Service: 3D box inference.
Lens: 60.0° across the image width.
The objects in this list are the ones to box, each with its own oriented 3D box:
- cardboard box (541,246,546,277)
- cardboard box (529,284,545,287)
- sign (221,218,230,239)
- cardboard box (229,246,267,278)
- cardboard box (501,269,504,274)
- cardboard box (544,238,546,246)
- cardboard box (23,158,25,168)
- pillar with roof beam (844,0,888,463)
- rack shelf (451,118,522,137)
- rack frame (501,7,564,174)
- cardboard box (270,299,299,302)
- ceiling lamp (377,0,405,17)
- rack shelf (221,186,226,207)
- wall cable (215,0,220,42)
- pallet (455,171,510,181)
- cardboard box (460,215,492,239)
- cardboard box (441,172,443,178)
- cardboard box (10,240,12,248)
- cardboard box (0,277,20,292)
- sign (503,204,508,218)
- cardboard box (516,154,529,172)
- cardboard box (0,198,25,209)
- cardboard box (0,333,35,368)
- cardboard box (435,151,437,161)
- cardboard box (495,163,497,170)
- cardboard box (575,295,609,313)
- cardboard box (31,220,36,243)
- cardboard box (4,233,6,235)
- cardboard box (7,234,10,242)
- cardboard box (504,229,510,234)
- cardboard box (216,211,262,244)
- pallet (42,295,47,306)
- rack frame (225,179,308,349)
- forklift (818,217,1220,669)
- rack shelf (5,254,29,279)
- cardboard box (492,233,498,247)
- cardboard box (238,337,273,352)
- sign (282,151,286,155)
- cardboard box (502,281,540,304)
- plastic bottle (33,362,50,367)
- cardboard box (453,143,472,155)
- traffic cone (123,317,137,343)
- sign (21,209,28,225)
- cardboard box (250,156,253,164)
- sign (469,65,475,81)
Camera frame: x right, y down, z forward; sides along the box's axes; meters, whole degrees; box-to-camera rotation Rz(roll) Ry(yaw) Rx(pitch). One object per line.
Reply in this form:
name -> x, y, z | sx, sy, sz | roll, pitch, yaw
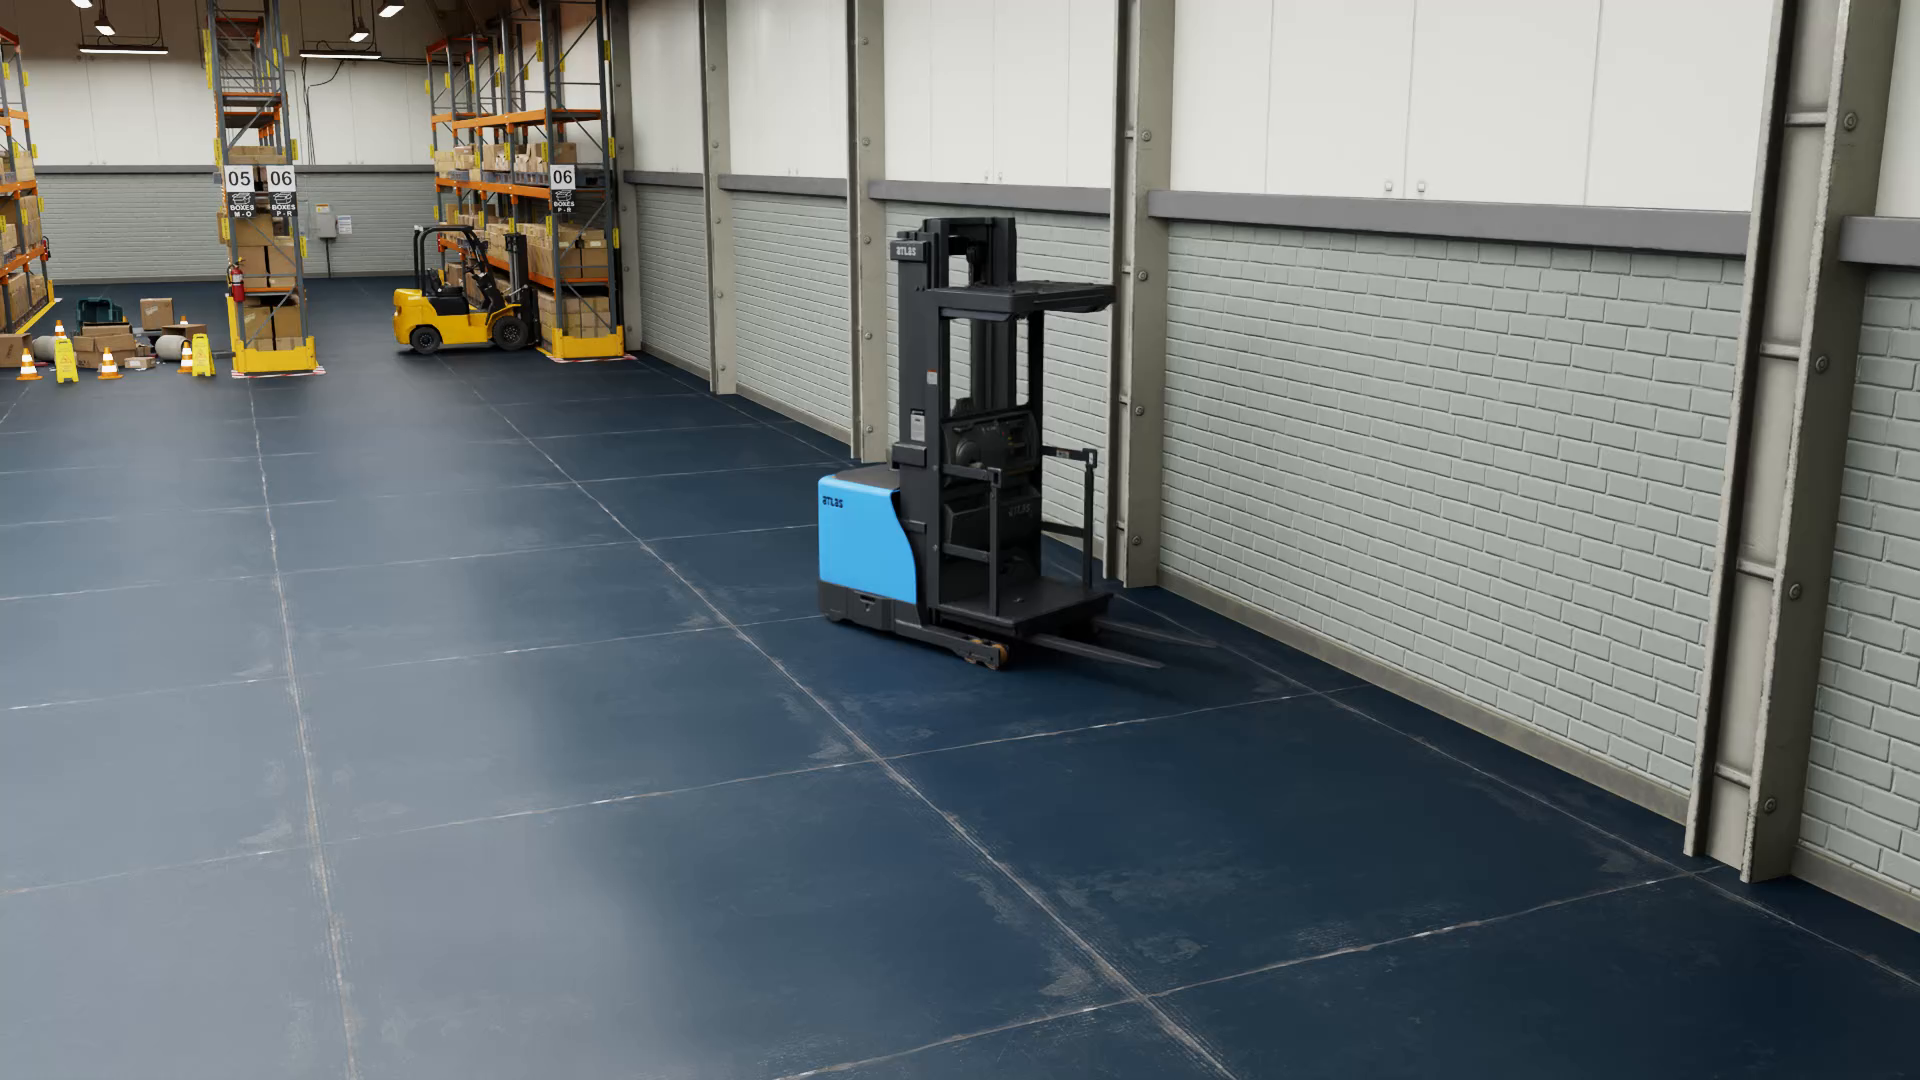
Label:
cardboard box -> -7.011, -4.860, 28.995 | 0.500, 0.500, 0.500 | -5, 14, -21
cardboard box -> -8.070, -4.676, 31.369 | 0.500, 0.250, 0.500 | -6, 14, -24
sign -> -11.437, -4.848, 25.898 | 0.100, 0.325, 0.005 | -6, 14, -23
cardboard box -> -11.391, -4.457, 26.595 | 0.500, 0.500, 0.500 | -6, 14, -24
cardboard box -> -10.069, -5.979, 37.226 | 0.380, 0.149, 0.250 | -6, 14, -23
cardboard box -> -7.036, -5.198, 29.016 | 0.380, 0.149, 0.250 | -6, 14, -23
cardboard box -> -20.807, -8.257, 36.464 | 0.500, 0.250, 0.500 | -6, 14, -25
pillar with roof beam -> -4.965, -4.905, 16.108 | 9.100, 9.000, 0.400 | -6, 14, -23
rack shelf -> -10.380, -9.069, 36.579 | 1.077, 0.370, 4.000 | -6, 14, -23
rack frame -> -7.976, -8.375, 31.097 | 1.000, 3.000, 0.127 | -6, 14, -23
cardboard box -> -11.407, -3.815, 28.206 | 0.500, 0.500, 0.500 | -5, 14, -22
ceiling lamp -> -9.935, -10.991, 29.458 | 0.800, 3.185, 2.000 | -6, 14, -23
rack shelf -> -13.324, -6.527, 31.361 | 1.077, 0.370, 4.000 | -6, 14, -23
wall cable -> -20.826, -14.674, 43.681 | 2.355, 3.000, 0.029 | -6, 14, -23
pallet -> -10.566, -8.119, 37.064 | 1.213, 0.211, 1.003 | -6, 14, -23
cardboard box -> -10.985, -7.131, 37.875 | 0.700, 0.500, 0.500 | -5, 14, -22
cardboard box -> -12.535, -8.963, 40.847 | 0.380, 0.149, 0.250 | -6, 14, -23
cardboard box -> -19.463, -5.992, 33.731 | 0.380, 0.149, 0.250 | -6, 14, -25
cardboard box -> -19.064, -5.086, 33.141 | 0.500, 0.250, 0.500 | -6, 14, -23
sign -> -10.674, -7.720, 39.004 | 0.100, 0.325, 0.005 | -6, 14, -23
cardboard box -> -7.866, -6.929, 30.549 | 0.500, 0.311, 0.500 | -5, 14, -22
cardboard box -> -20.402, -7.089, 35.750 | 0.500, 0.500, 0.500 | -6, 14, -25
cardboard box -> -15.456, -3.090, 27.107 | 0.500, 0.500, 0.500 | -3, 13, -13
cardboard box -> -12.836, -9.594, 41.580 | 0.500, 0.250, 0.500 | -6, 14, -24
cardboard box -> -9.004, -7.403, 32.957 | 0.380, 0.149, 0.250 | -6, 14, -24
cardboard box -> -6.393, -4.094, 28.856 | 0.500, 0.250, 0.500 | -6, 14, -24
cardboard box -> -20.805, -6.823, 36.818 | 0.500, 0.500, 0.500 | -5, 14, -20
cardboard box -> -19.156, -6.118, 32.956 | 0.380, 0.149, 0.250 | -5, 14, -21
cardboard box -> -19.351, -6.078, 33.446 | 0.380, 0.149, 0.250 | -6, 14, -23
cardboard box -> -8.713, -6.017, 32.553 | 0.380, 0.149, 0.250 | -6, 14, -25
cardboard box -> -11.820, -5.144, 27.346 | 0.700, 0.500, 0.500 | -6, 14, -24
pallet -> -21.501, -5.469, 38.031 | 1.003, 0.211, 1.213 | -6, 14, -23
rack frame -> -10.921, -4.176, 26.262 | 1.000, 3.000, 0.127 | -6, 14, -23
forklift -> 0.372, -0.695, 11.373 | 3.031, 2.935, 1.130 | 12, 18, 42
rack shelf -> -19.421, -5.424, 33.248 | 1.077, 0.370, 4.000 | -6, 14, -23
cardboard box -> -9.232, -6.122, 33.892 | 0.500, 0.250, 0.500 | -6, 14, -24
cardboard box -> -11.501, -3.189, 27.163 | 0.500, 0.250, 0.500 | -6, 14, -23
sign -> -12.029, -6.767, 29.655 | 0.100, 0.325, 0.005 | -6, 14, -23
cardboard box -> -8.803, -4.923, 33.821 | 0.875, 0.625, 0.625 | -6, 14, -25
plastic bottle -> -14.993, -2.860, 27.091 | 0.283, 0.061, 0.133 | -12, 18, -42
cardboard box -> -11.380, -8.950, 38.061 | 0.396, 0.266, 0.258 | -6, 14, -24
traffic cone -> -15.335, -3.866, 30.548 | 0.336, 0.463, 0.334 | -6, 14, -23
sign -> -19.716, -6.803, 35.042 | 0.100, 0.325, 0.005 | -6, 14, -23
cardboard box -> -11.395, -6.004, 26.295 | 0.380, 0.149, 0.250 | -5, 14, -22
sign -> -10.072, -9.644, 34.333 | 0.100, 0.325, 0.005 | -6, 14, -23
